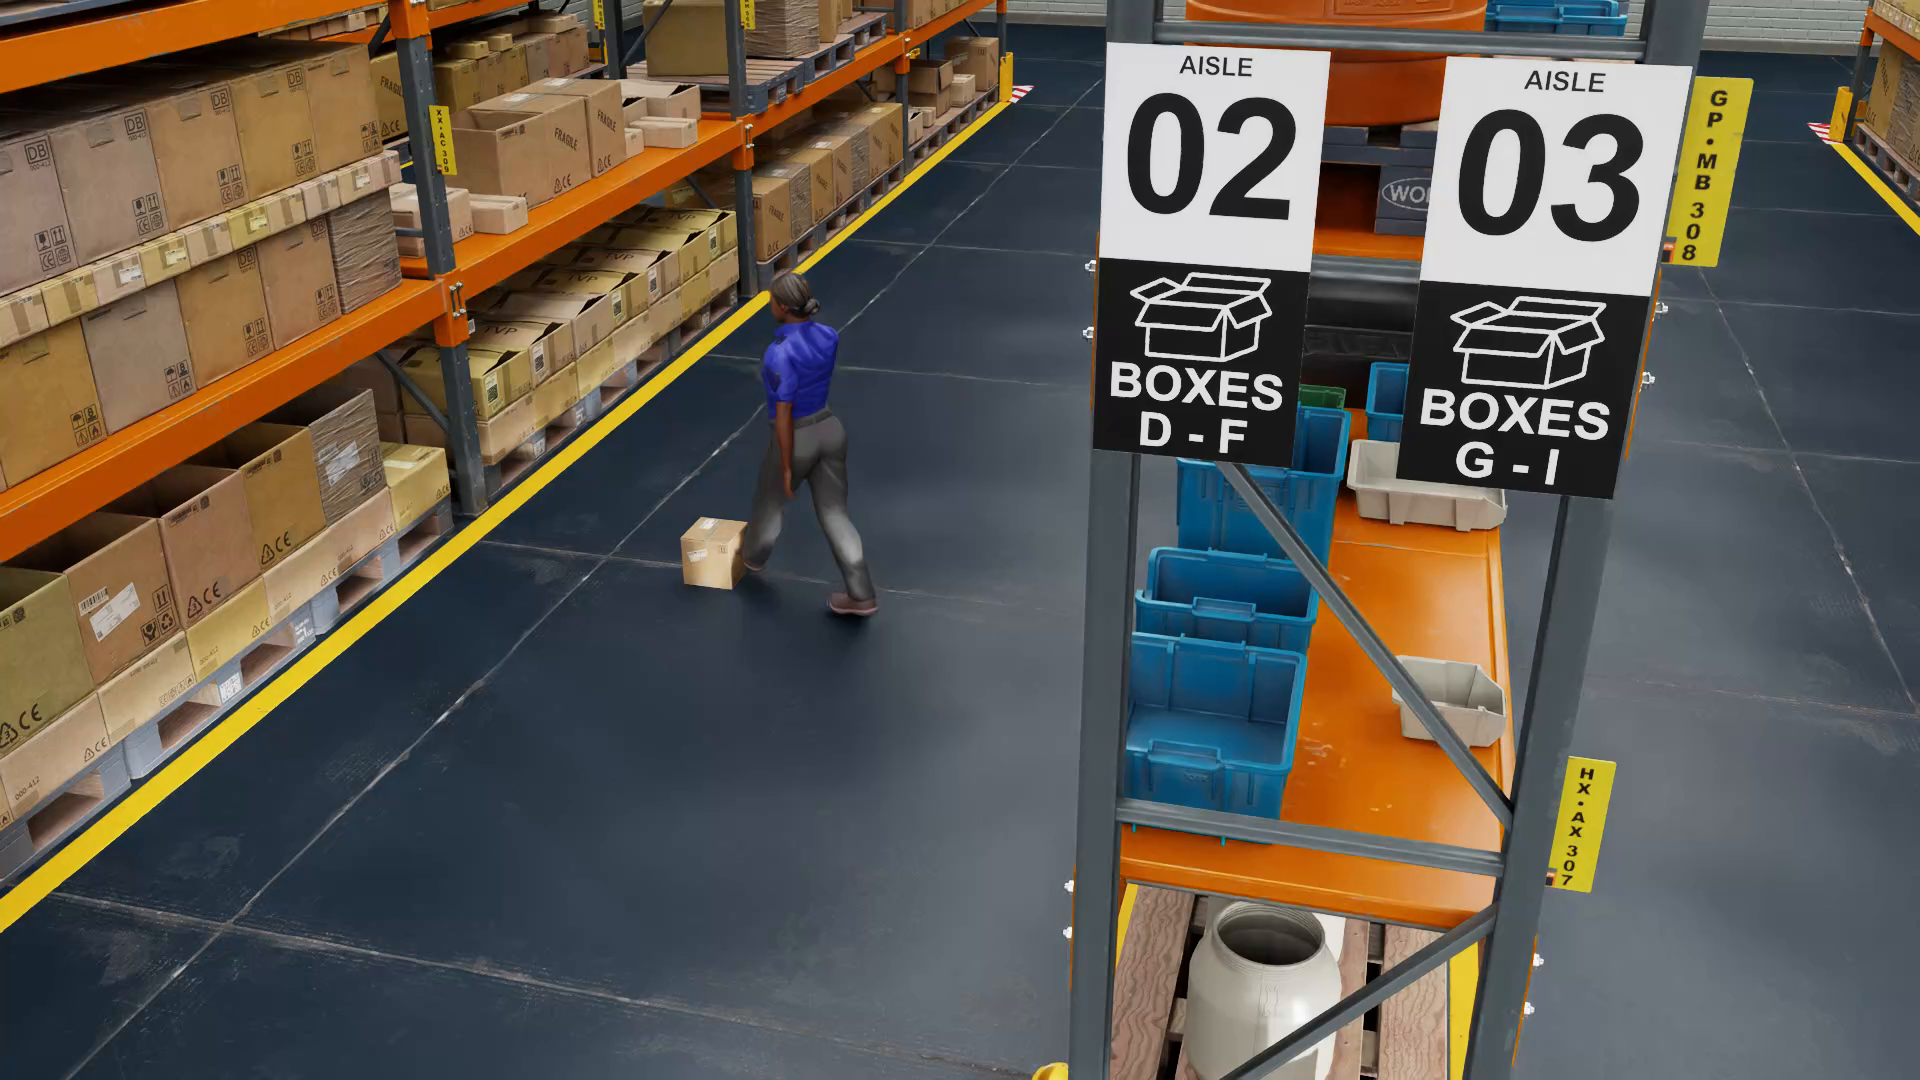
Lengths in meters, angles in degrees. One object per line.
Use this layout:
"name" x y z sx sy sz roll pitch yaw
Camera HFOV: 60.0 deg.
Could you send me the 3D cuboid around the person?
"person" -0.787 -0.476 7.644 0.433 1.591 1.039 -22 33 -38
